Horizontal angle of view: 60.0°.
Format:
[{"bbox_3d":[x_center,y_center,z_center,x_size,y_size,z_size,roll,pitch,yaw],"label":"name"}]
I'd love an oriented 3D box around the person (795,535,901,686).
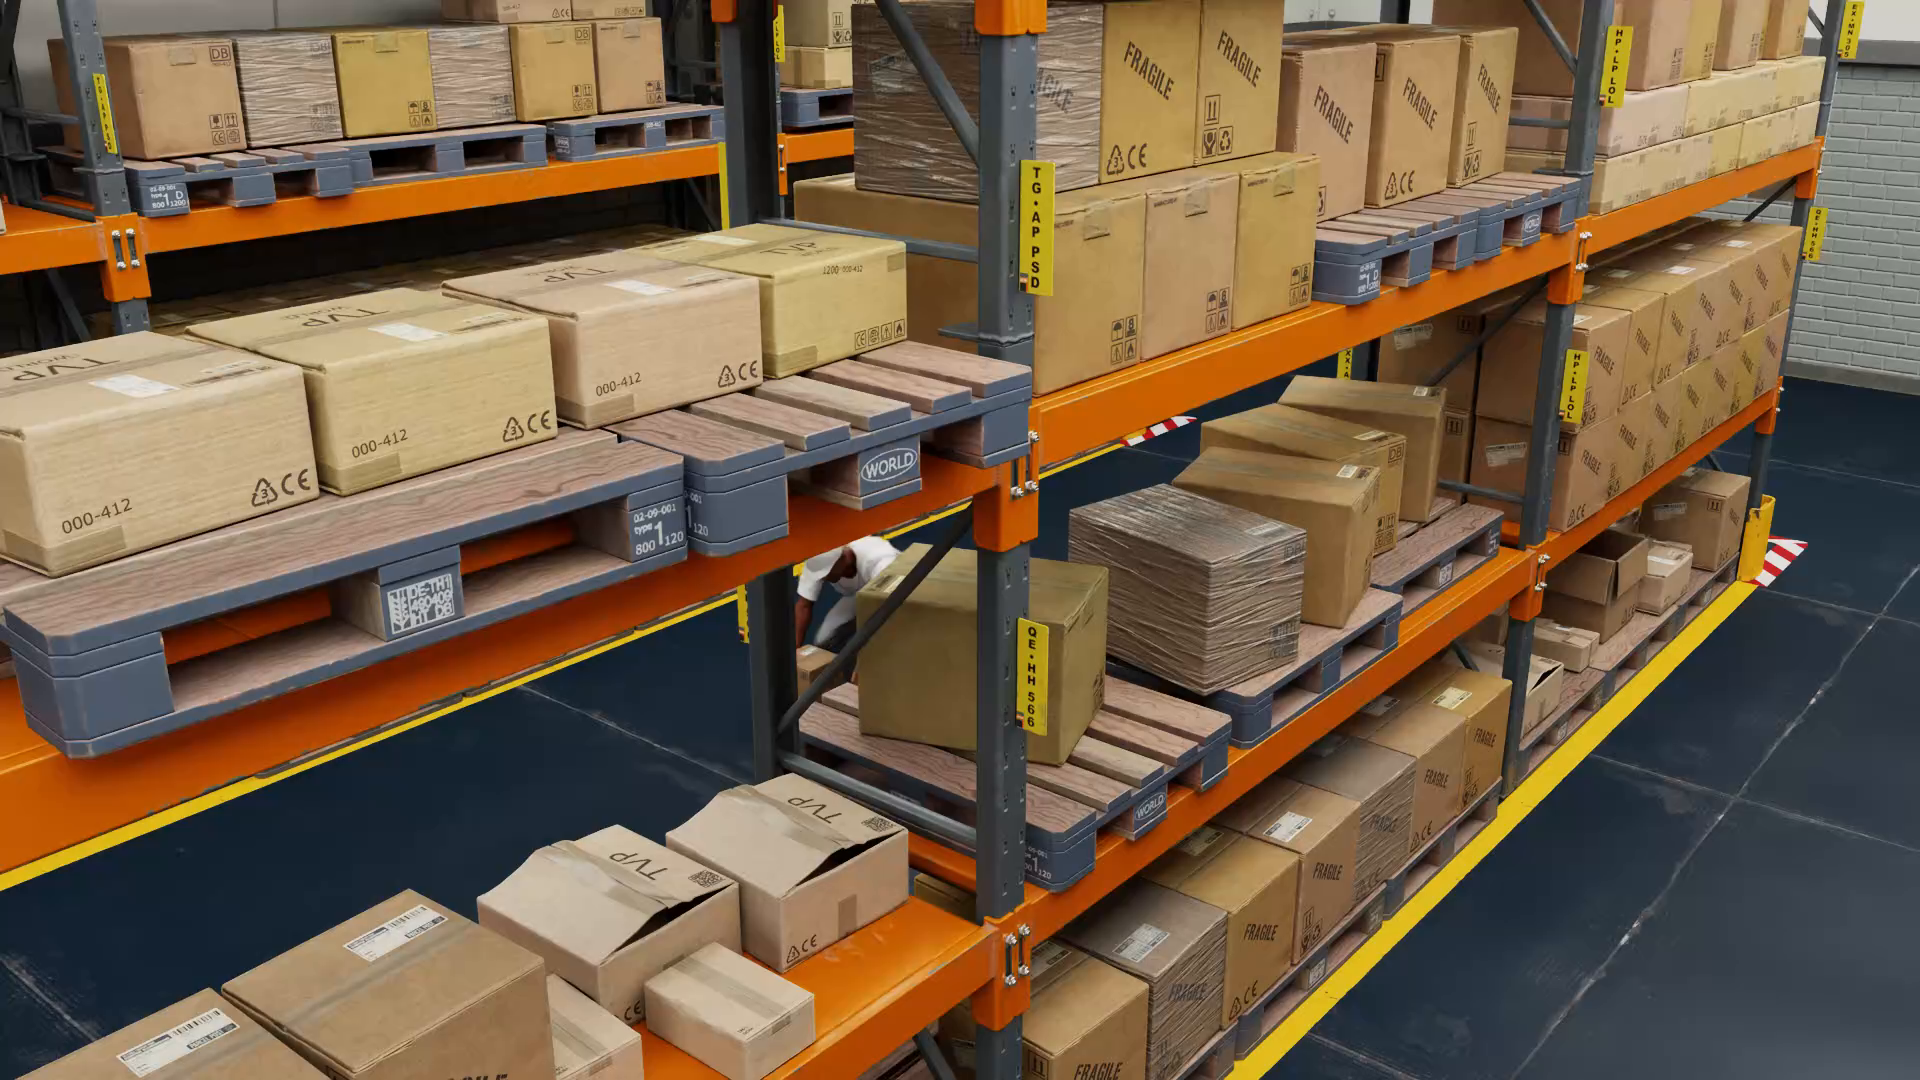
[{"bbox_3d":[-0.511,0.397,8.846,0.612,1.156,0.852,16,25,36],"label":"person"}]
